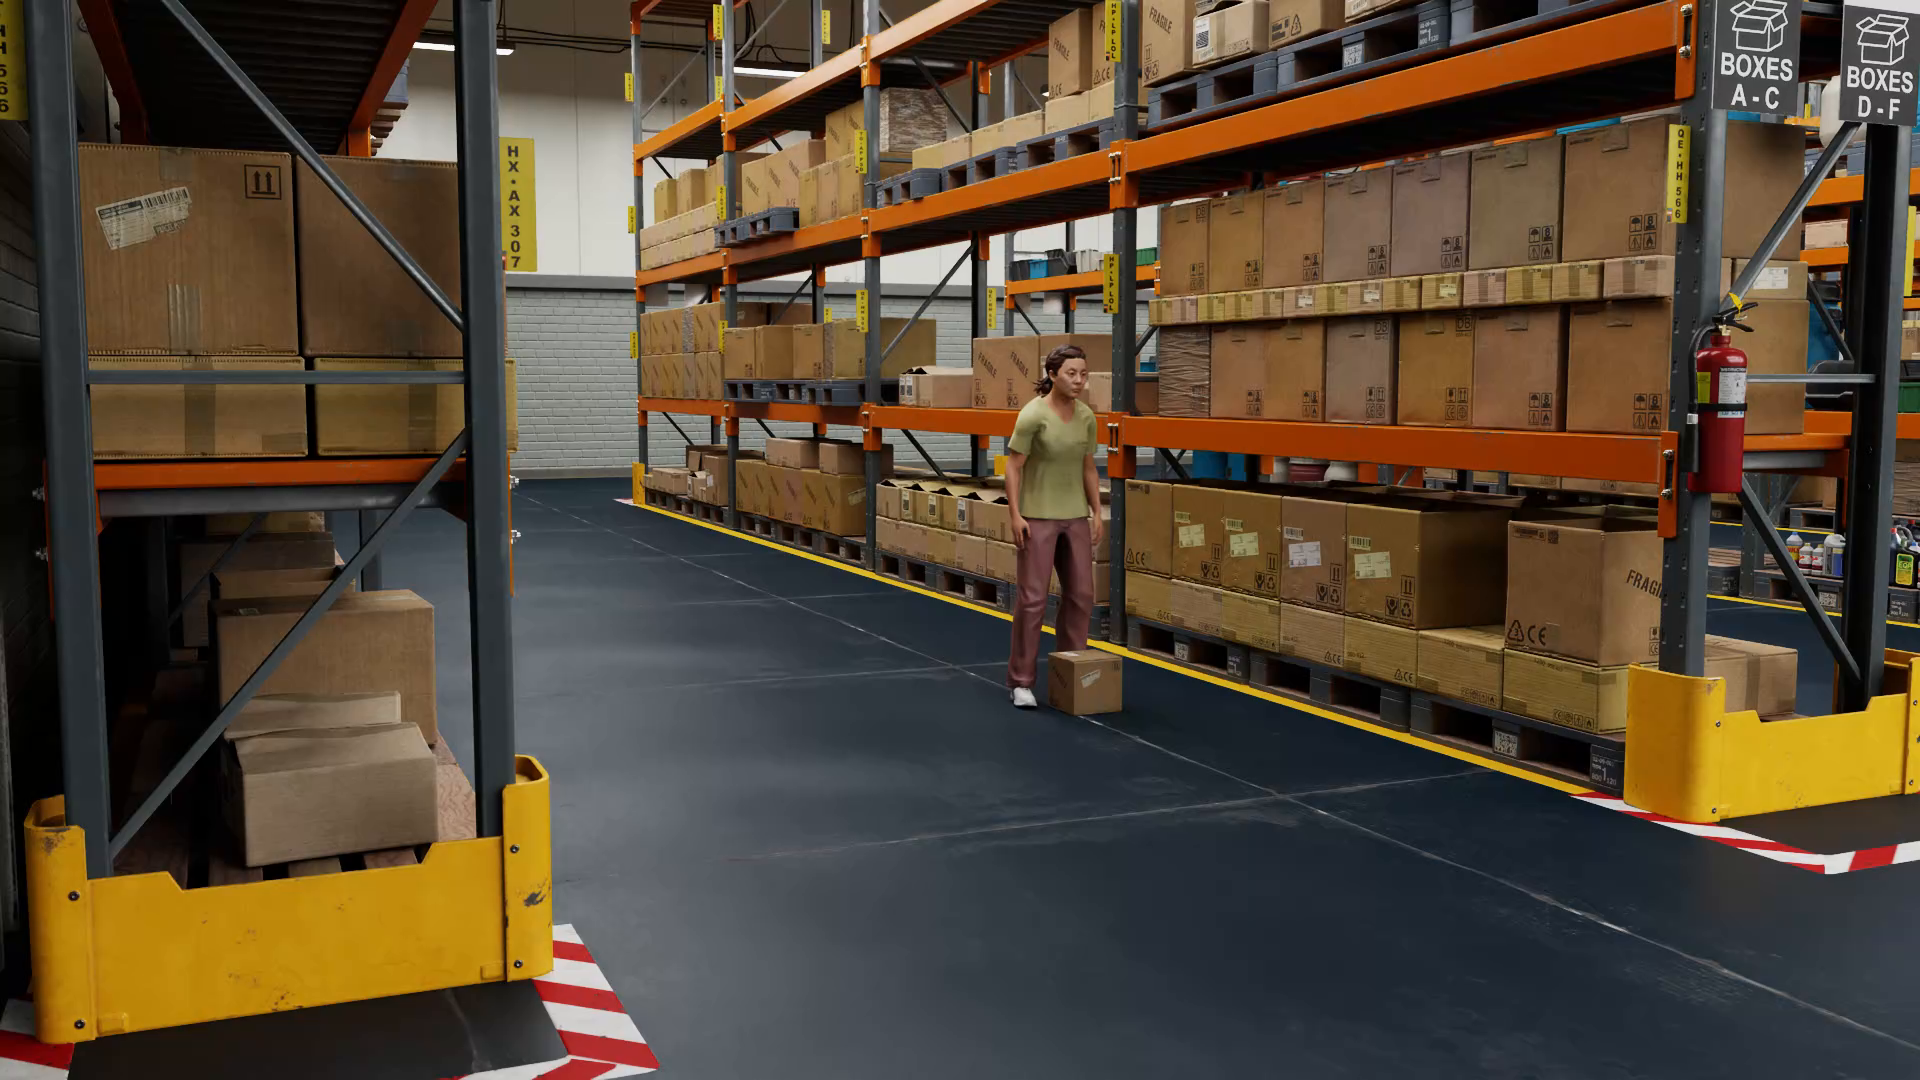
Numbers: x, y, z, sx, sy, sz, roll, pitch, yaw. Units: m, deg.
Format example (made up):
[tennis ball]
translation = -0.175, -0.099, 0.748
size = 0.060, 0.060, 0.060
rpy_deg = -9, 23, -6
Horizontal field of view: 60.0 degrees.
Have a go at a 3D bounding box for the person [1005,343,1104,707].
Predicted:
[person]
translation = 0.449, -0.077, 7.774
size = 0.522, 1.673, 0.354
rpy_deg = -3, 6, -27
